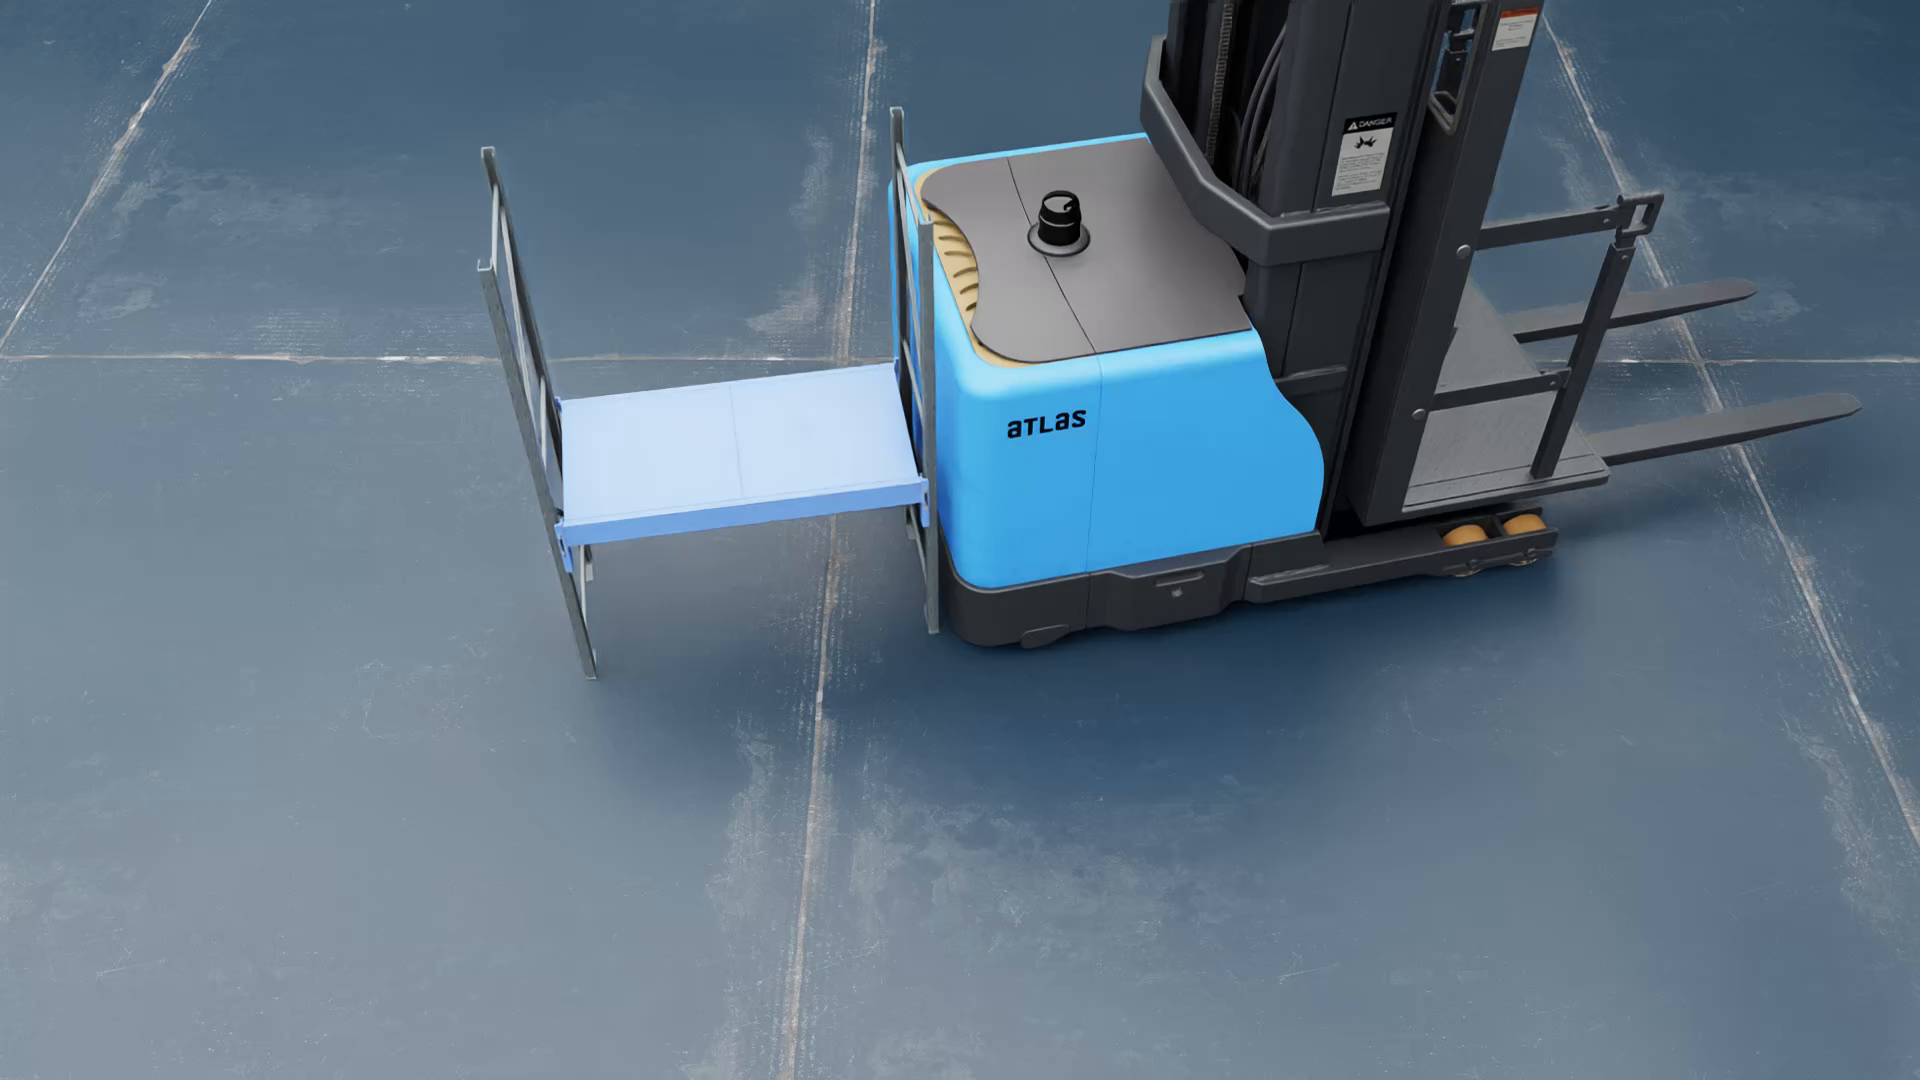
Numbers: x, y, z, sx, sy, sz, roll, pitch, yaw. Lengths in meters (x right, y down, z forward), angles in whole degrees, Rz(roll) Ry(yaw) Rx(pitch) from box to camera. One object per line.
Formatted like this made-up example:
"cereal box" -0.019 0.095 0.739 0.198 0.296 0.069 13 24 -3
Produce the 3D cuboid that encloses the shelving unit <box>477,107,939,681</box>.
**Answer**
"shelving unit" -0.621 -0.344 4.546 1.048 1.500 0.538 -7 47 -7

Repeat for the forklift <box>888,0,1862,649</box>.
"forklift" 1.353 -1.254 4.415 3.031 2.935 1.130 -10 48 -9

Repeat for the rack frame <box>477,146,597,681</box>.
"rack frame" -1.122 -0.280 4.486 0.032 1.500 0.500 -7 47 -7

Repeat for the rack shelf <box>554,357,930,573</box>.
"rack shelf" -0.621 -0.222 4.678 1.000 0.185 0.538 -7 47 -7

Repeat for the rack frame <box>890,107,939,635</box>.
"rack frame" -0.121 -0.409 4.606 0.032 1.500 0.500 -7 47 -7
